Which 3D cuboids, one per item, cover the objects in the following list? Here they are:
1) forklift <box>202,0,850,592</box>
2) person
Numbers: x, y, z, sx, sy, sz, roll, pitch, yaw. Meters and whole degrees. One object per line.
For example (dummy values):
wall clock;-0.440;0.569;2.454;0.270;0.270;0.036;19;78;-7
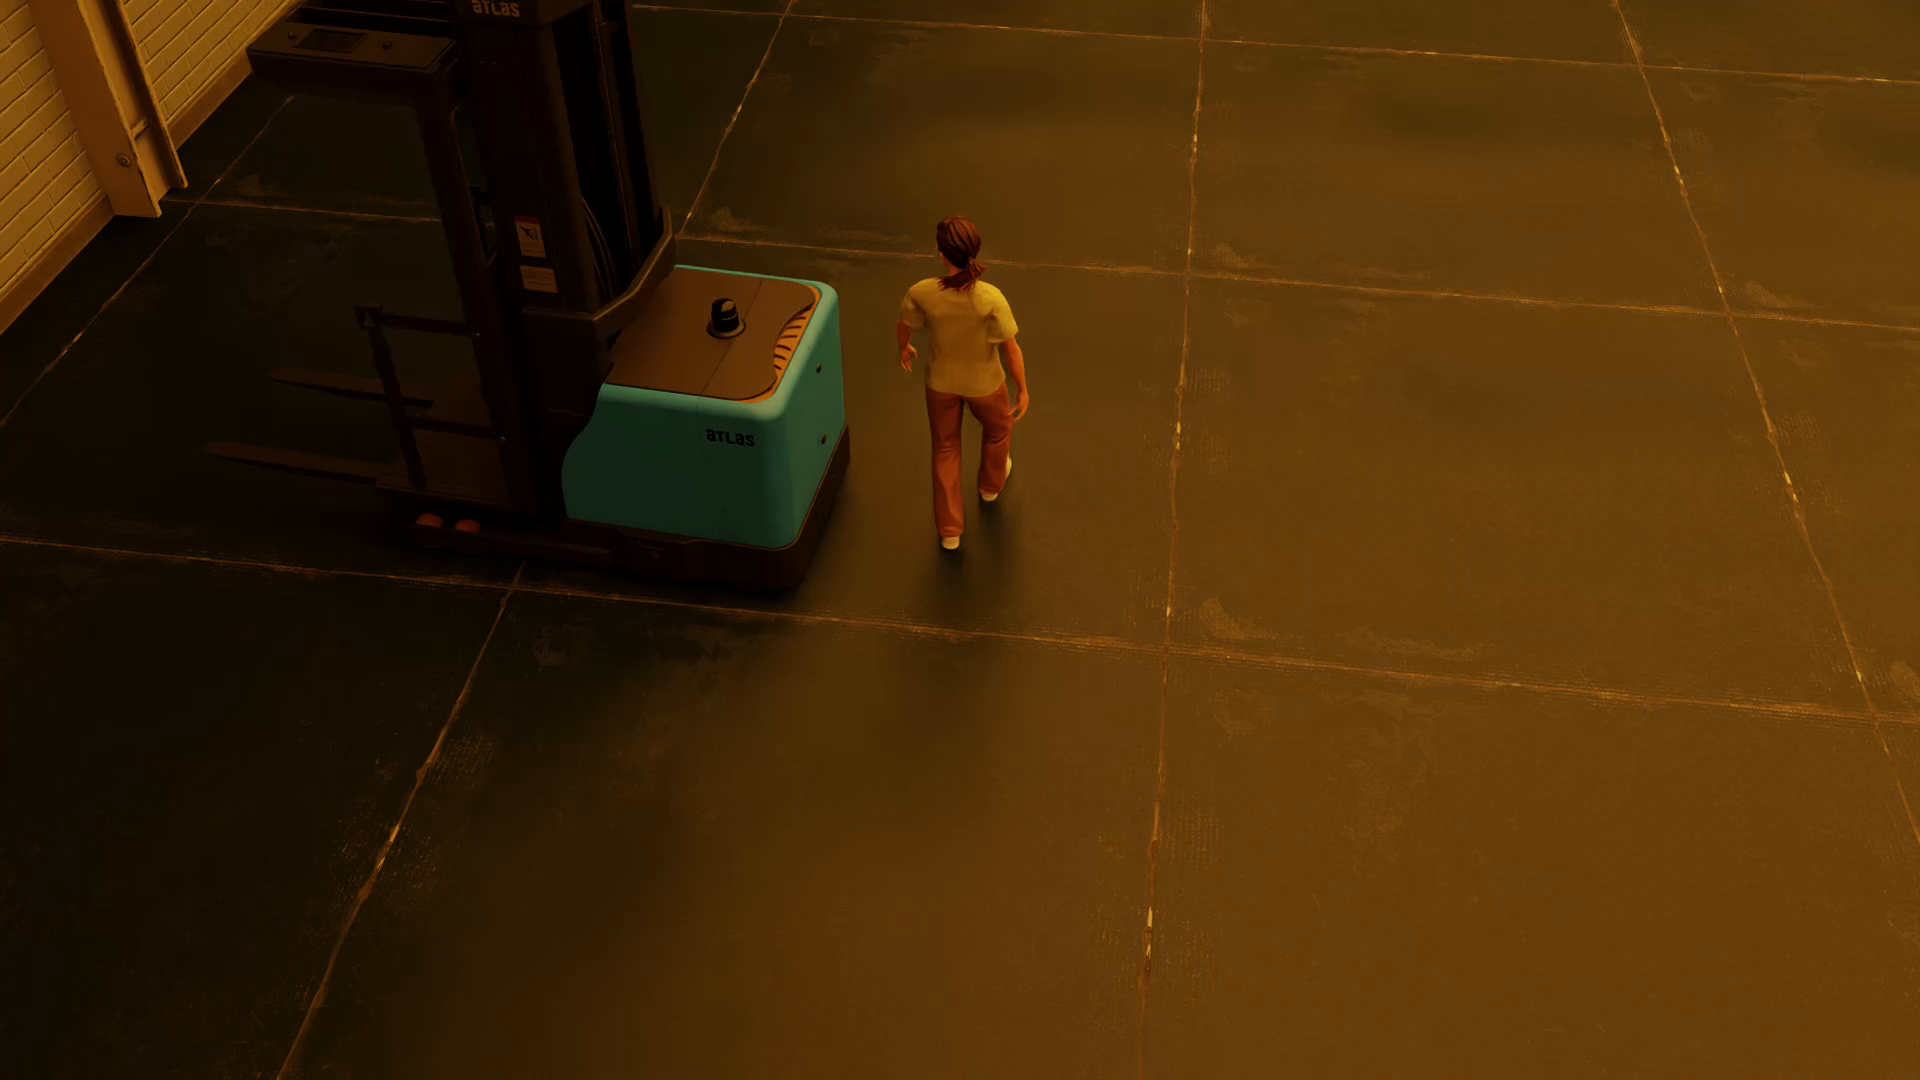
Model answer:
forklift;-2.114;-1.353;7.197;3.031;2.935;1.130;8;43;9
person;0.025;-0.776;7.520;0.628;1.650;0.682;7;43;8
